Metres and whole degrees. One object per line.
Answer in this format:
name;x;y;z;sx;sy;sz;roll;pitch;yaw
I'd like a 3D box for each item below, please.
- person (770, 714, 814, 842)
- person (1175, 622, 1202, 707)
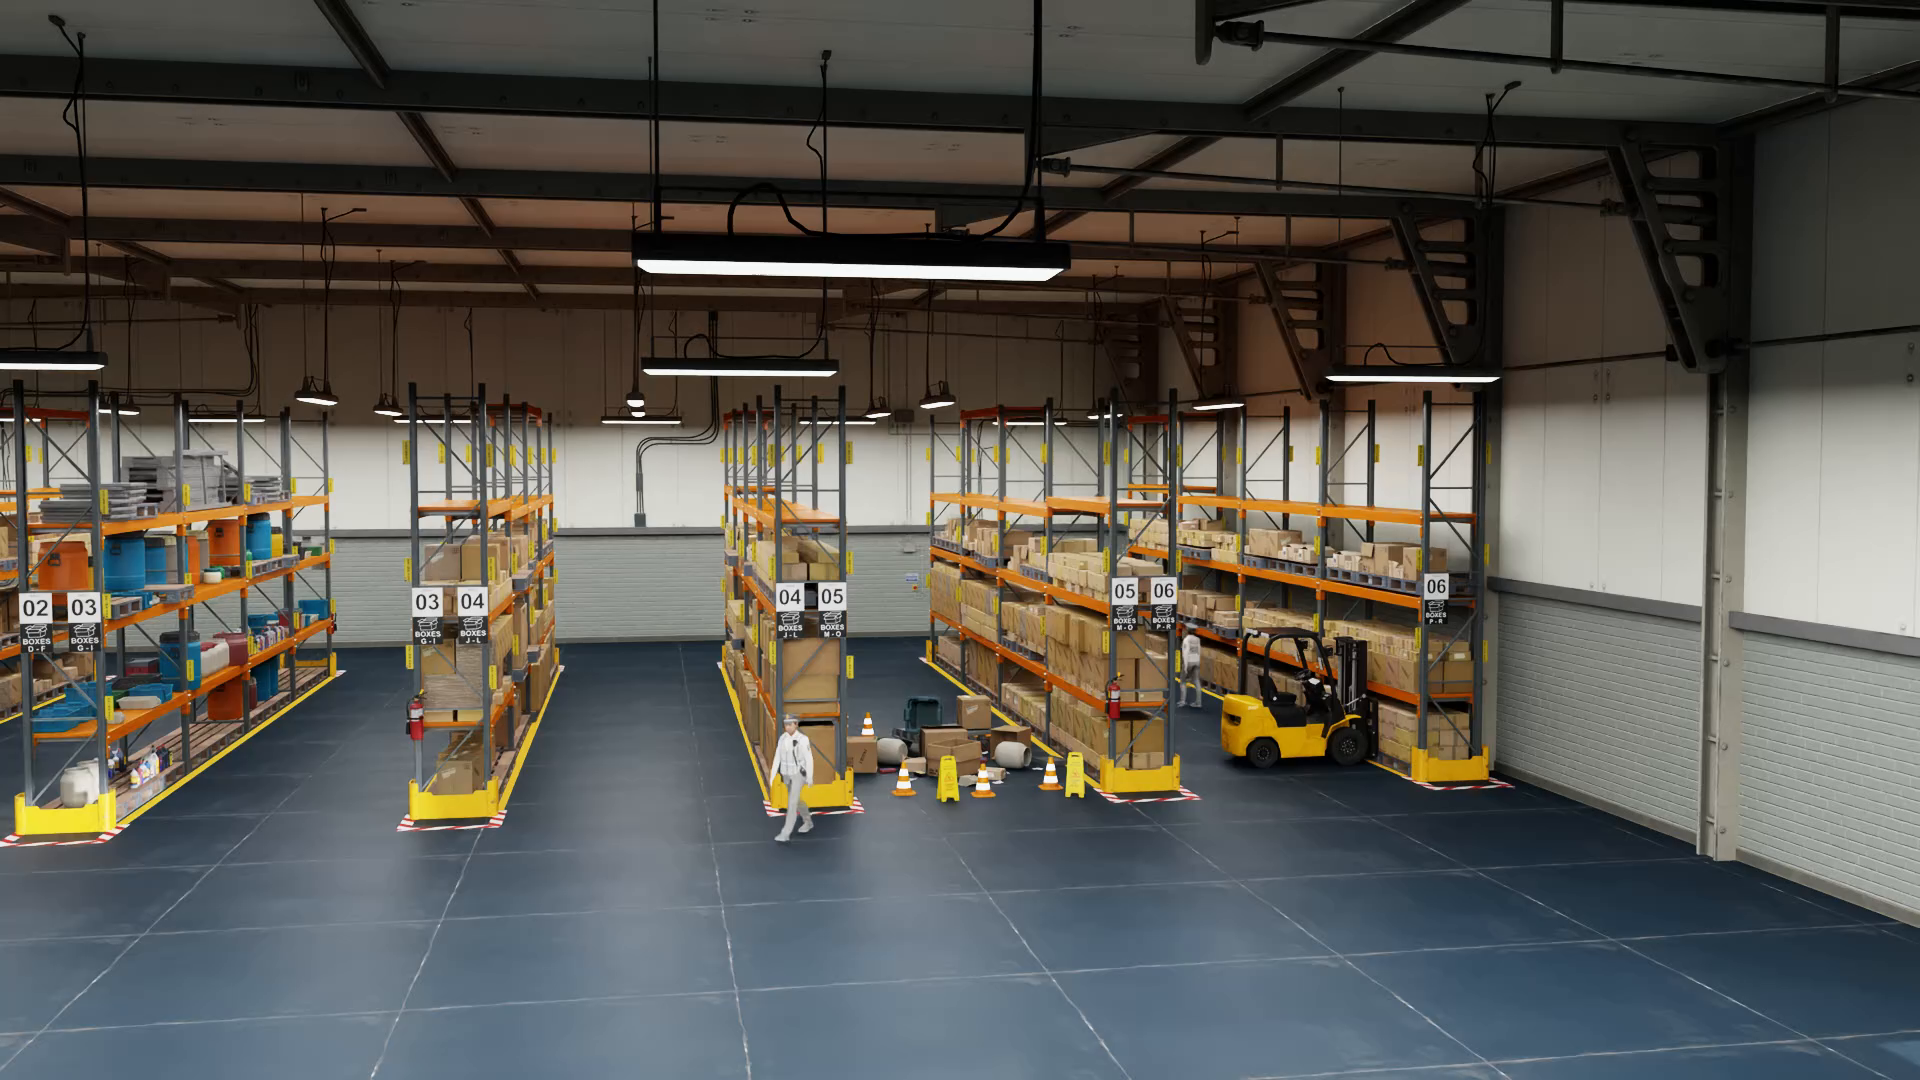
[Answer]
person;-2.205;3.071;21.681;0.524;1.616;1.005;2;4;38
person;4.612;2.506;33.116;0.502;1.718;0.667;-1;3;-27
